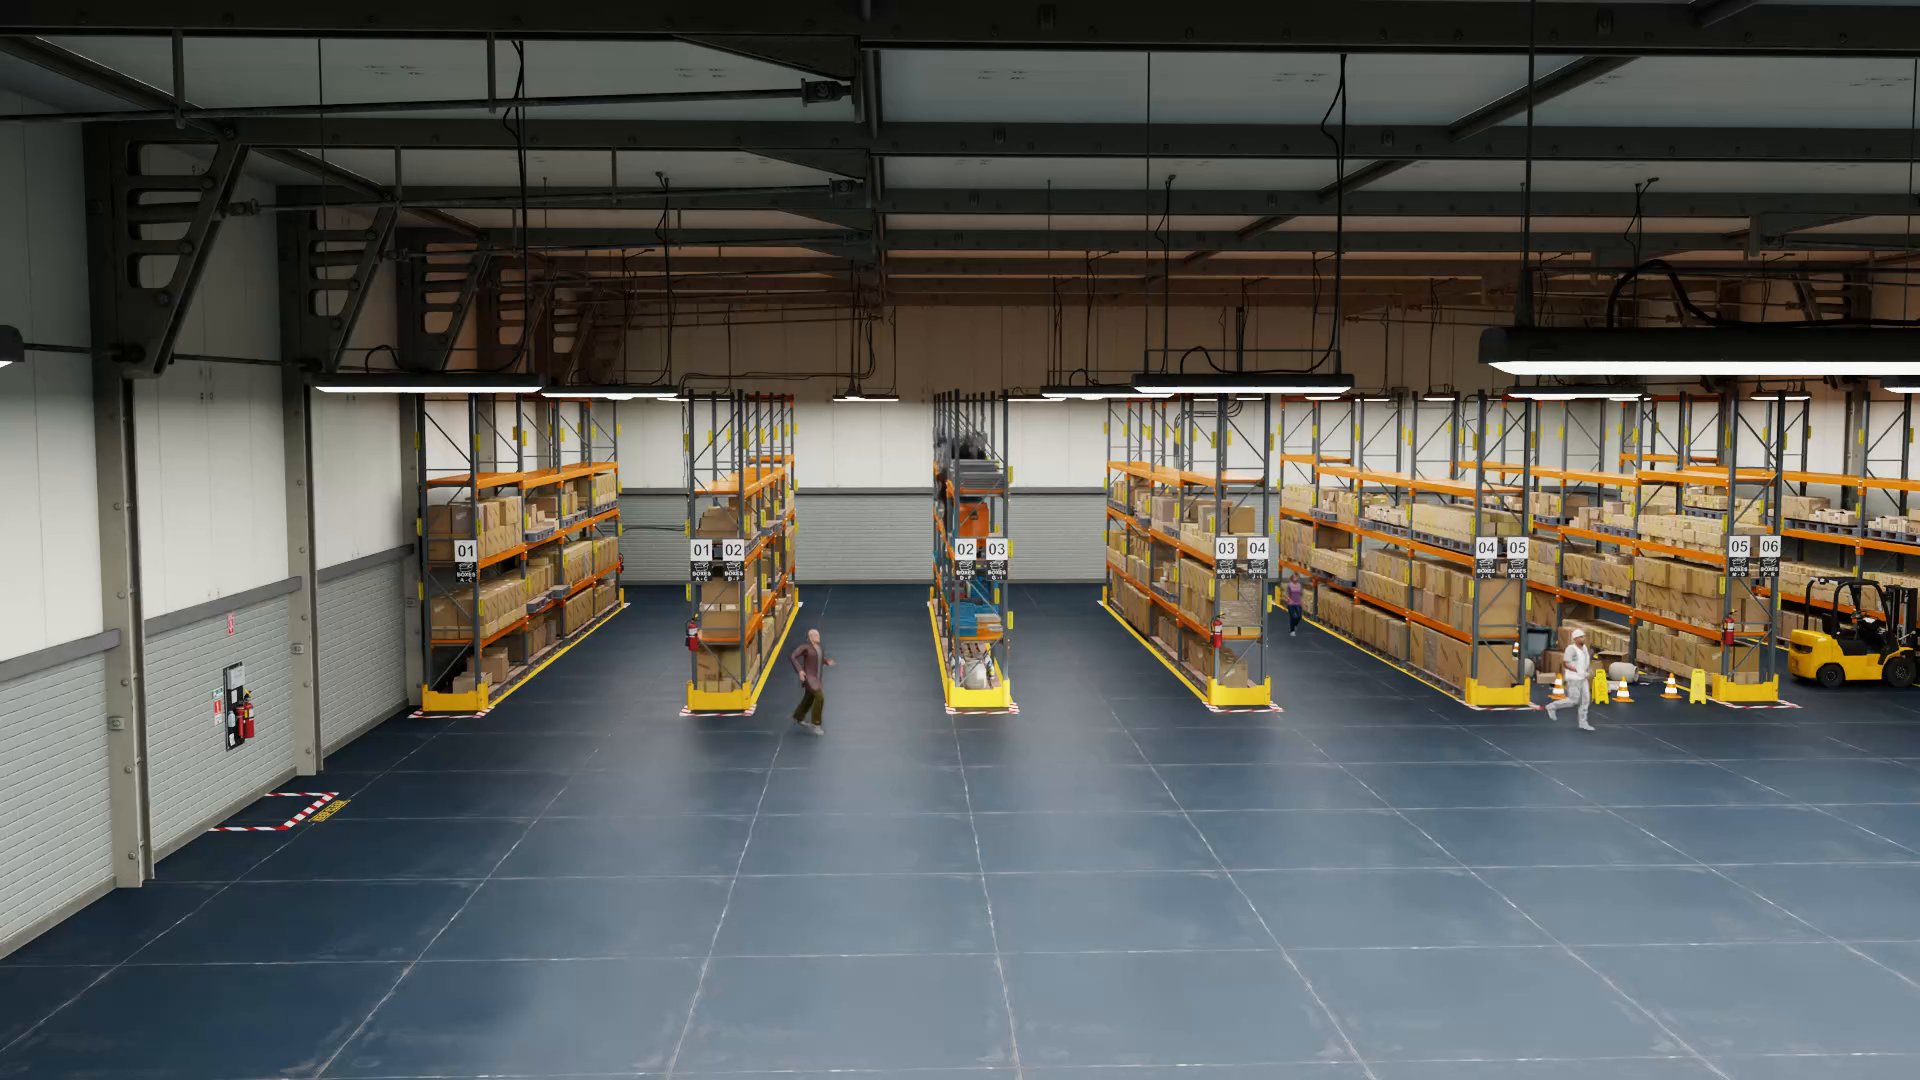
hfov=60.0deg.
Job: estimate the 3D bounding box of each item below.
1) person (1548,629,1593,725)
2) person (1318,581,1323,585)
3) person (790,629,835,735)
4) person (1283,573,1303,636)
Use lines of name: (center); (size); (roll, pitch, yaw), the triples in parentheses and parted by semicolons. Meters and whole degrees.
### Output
person: (10.861, 2.419, 29.428); (0.689, 1.704, 0.743); (-4, 6, -43)
person: (10.593, 0.886, 48.952); (0.907, 1.563, 0.498); (-4, 6, -40)
person: (-2.599, 2.466, 29.084); (0.864, 1.842, 0.695); (2, 5, 26)
person: (8.237, 1.597, 41.028); (0.553, 1.563, 0.533); (0, 5, -5)
